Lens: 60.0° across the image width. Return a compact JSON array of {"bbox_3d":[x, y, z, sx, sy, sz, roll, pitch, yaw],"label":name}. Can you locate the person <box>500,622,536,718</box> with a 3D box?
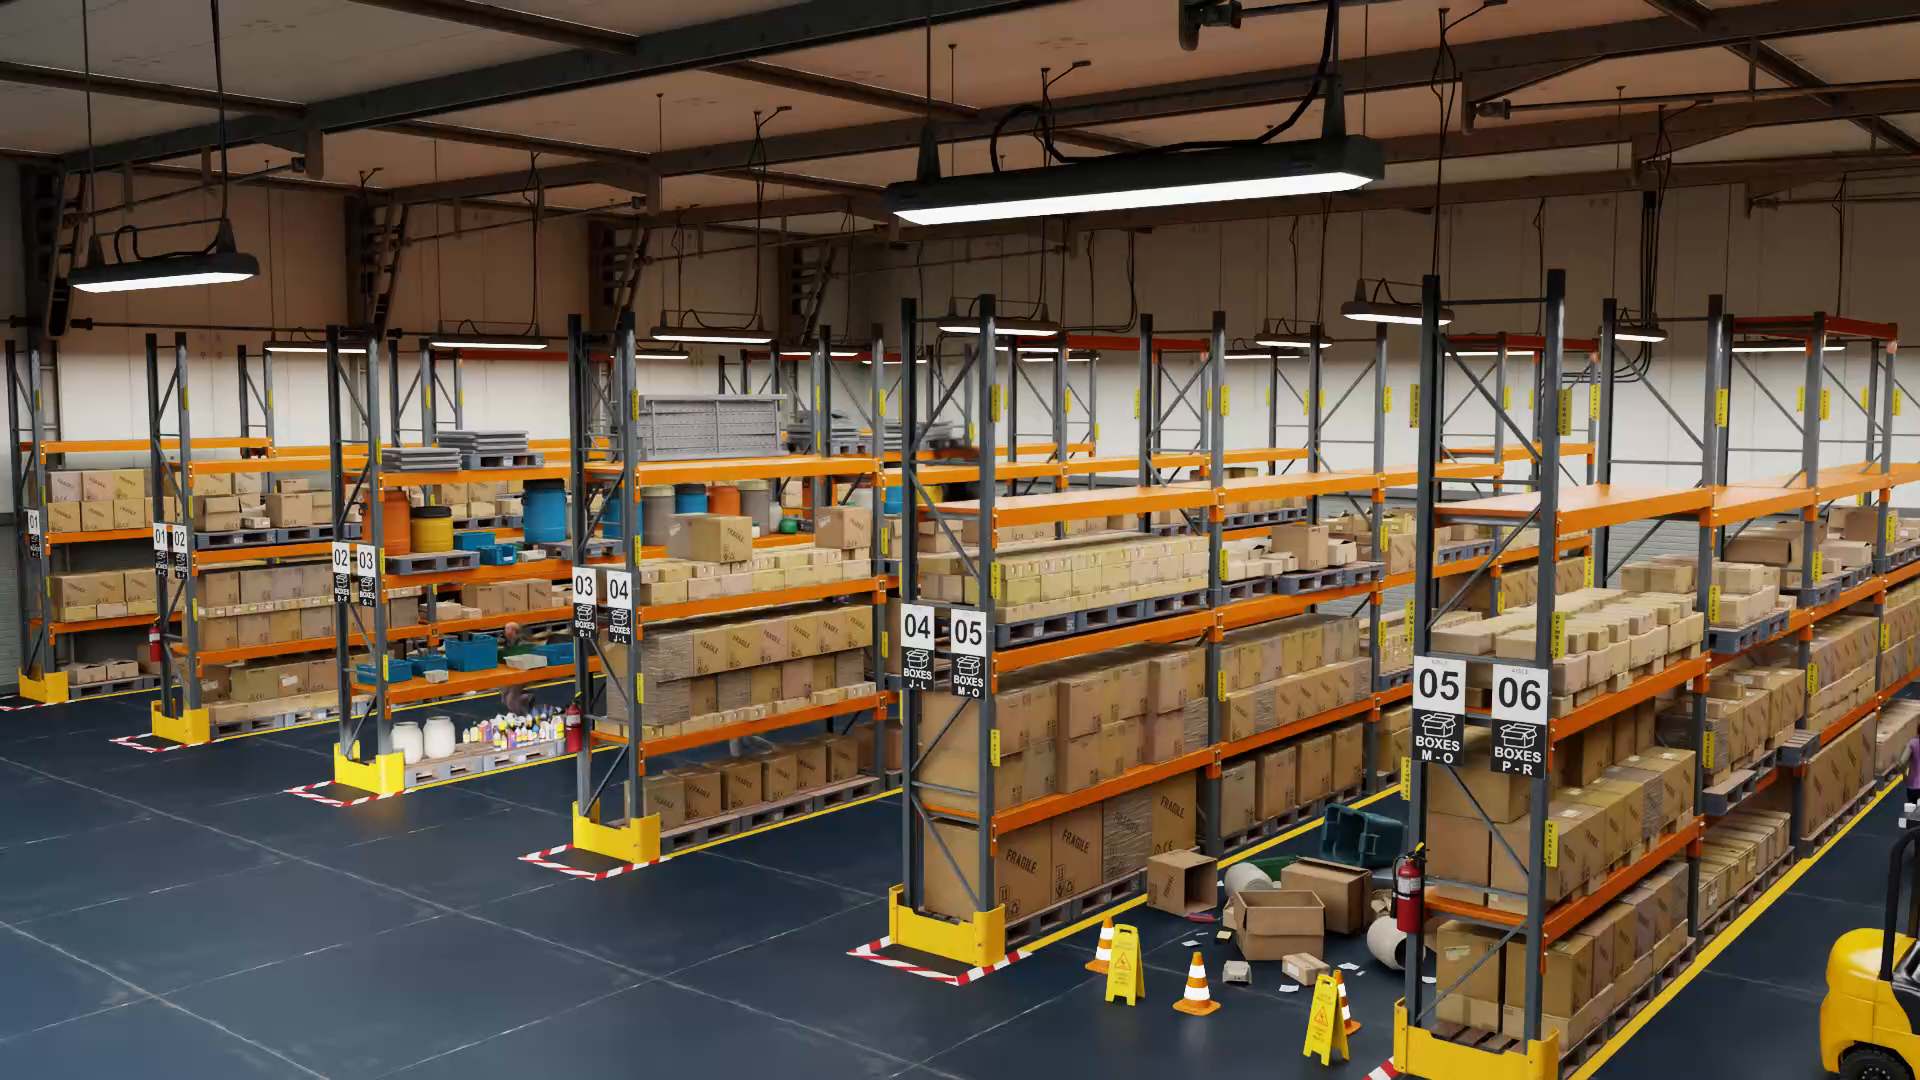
[{"bbox_3d":[-6.763,2.072,25.336,0.681,1.678,0.693,-5,7,-45],"label":"person"}]

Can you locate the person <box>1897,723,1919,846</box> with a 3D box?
[{"bbox_3d":[10.618,2.743,18.312,0.542,1.559,0.625,3,6,29],"label":"person"}]

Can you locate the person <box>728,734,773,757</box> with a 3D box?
[{"bbox_3d":[-2.885,2.313,22.472,0.587,1.684,0.780,5,7,42],"label":"person"}]
